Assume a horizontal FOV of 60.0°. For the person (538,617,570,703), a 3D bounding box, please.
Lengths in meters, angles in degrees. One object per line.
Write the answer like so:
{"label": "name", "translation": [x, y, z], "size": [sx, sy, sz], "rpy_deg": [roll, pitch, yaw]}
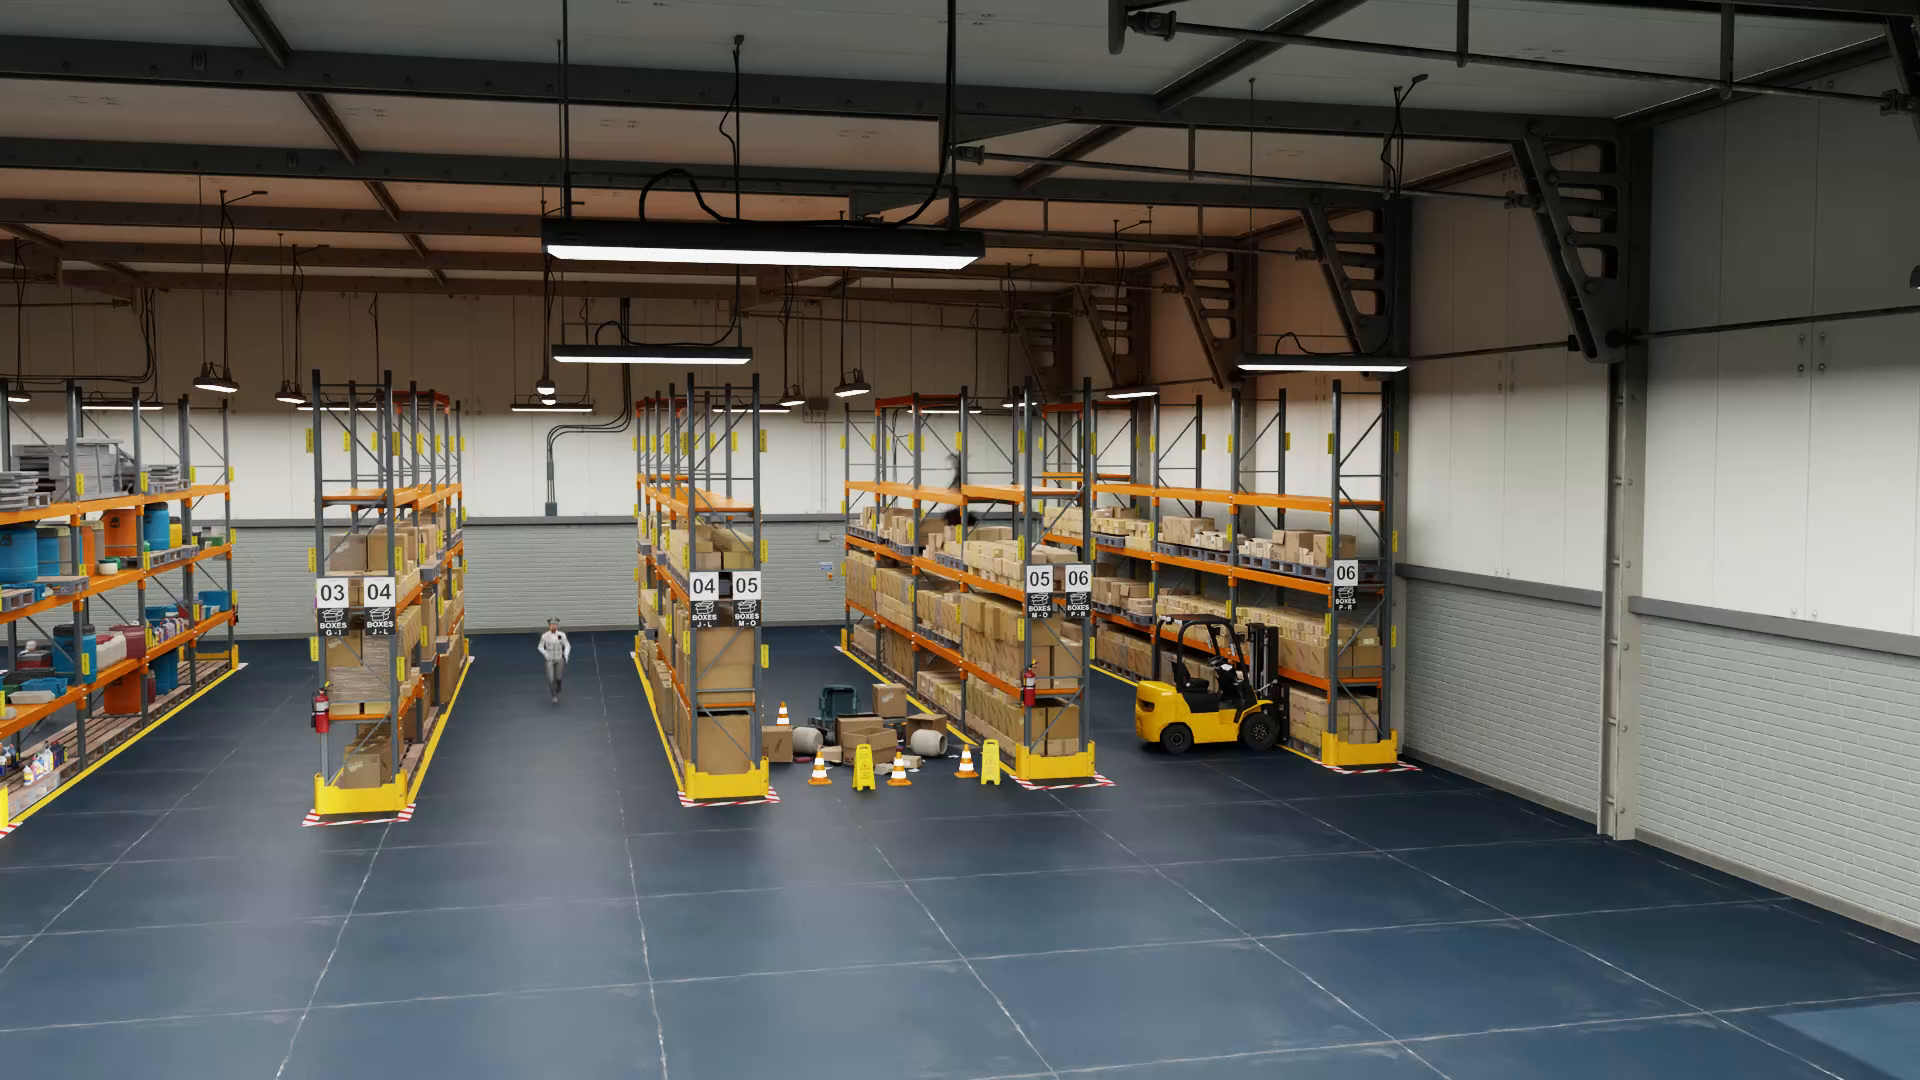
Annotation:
{"label": "person", "translation": [-7.877, 2.322, 32.289], "size": [0.616, 1.659, 0.554], "rpy_deg": [-1, 3, -14]}

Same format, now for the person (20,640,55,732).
{"label": "person", "translation": [-16.271, 2.541, 29.367], "size": [0.642, 1.627, 1.032], "rpy_deg": [-1, 3, -11]}
